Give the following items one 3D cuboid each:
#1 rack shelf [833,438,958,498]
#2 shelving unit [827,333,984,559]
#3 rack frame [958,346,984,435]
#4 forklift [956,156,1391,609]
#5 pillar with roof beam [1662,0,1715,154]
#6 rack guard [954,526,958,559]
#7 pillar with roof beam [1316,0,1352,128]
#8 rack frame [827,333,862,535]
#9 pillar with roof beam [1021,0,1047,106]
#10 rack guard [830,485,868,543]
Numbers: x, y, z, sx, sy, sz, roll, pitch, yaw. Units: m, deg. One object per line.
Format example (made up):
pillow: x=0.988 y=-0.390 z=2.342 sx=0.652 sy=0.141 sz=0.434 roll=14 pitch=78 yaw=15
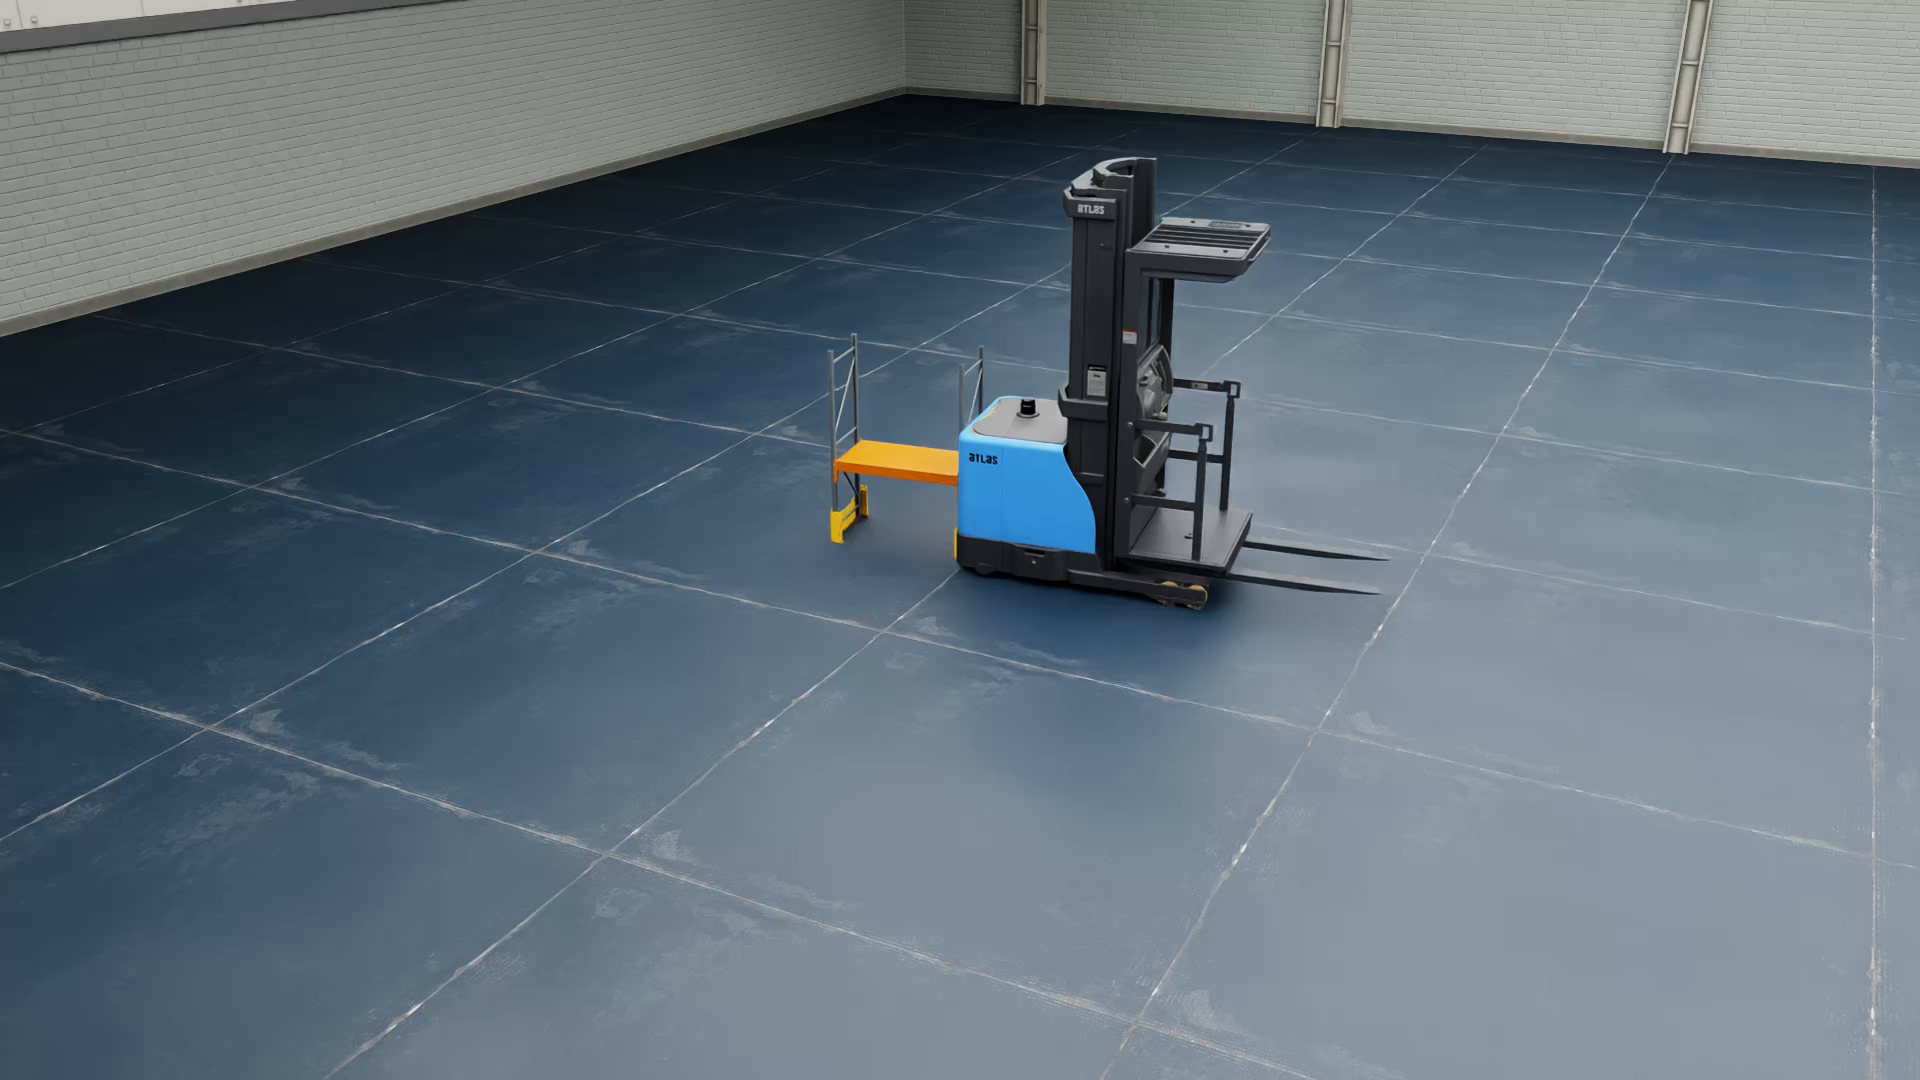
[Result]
rack shelf: x=-0.396 y=-0.552 z=12.591 sx=1.000 sy=0.185 sz=0.538 roll=8 pitch=24 yaw=18
shelving unit: x=-0.387 y=-0.716 z=12.518 sx=1.083 sy=1.500 sz=0.587 roll=8 pitch=24 yaw=18
rack frame: x=0.084 y=-0.653 z=12.368 sx=0.032 sy=1.500 sz=0.500 roll=8 pitch=24 yaw=18
forklift: x=1.547 y=-1.099 z=11.589 sx=3.031 sy=2.935 sz=1.130 roll=8 pitch=24 yaw=18
pillar with roof beam: x=10.221 y=-9.233 z=22.961 sx=0.400 sy=9.000 sz=9.100 roll=11 pitch=25 yaw=25
rack guard: x=0.083 y=-0.078 z=12.613 sx=0.087 sy=0.250 sz=0.587 roll=8 pitch=24 yaw=18
pillar with roof beam: x=4.867 y=-10.292 z=25.453 sx=0.400 sy=9.000 sz=9.100 roll=11 pitch=25 yaw=25
rack frame: x=-0.876 y=-0.783 z=12.674 sx=0.032 sy=1.500 sz=0.500 roll=8 pitch=24 yaw=18
pillar with roof beam: x=-0.488 y=-11.352 z=27.944 sx=0.400 sy=9.000 sz=9.100 roll=11 pitch=25 yaw=25
rack guard: x=-0.858 y=-0.205 z=12.913 sx=0.087 sy=0.250 sz=0.587 roll=8 pitch=24 yaw=18
